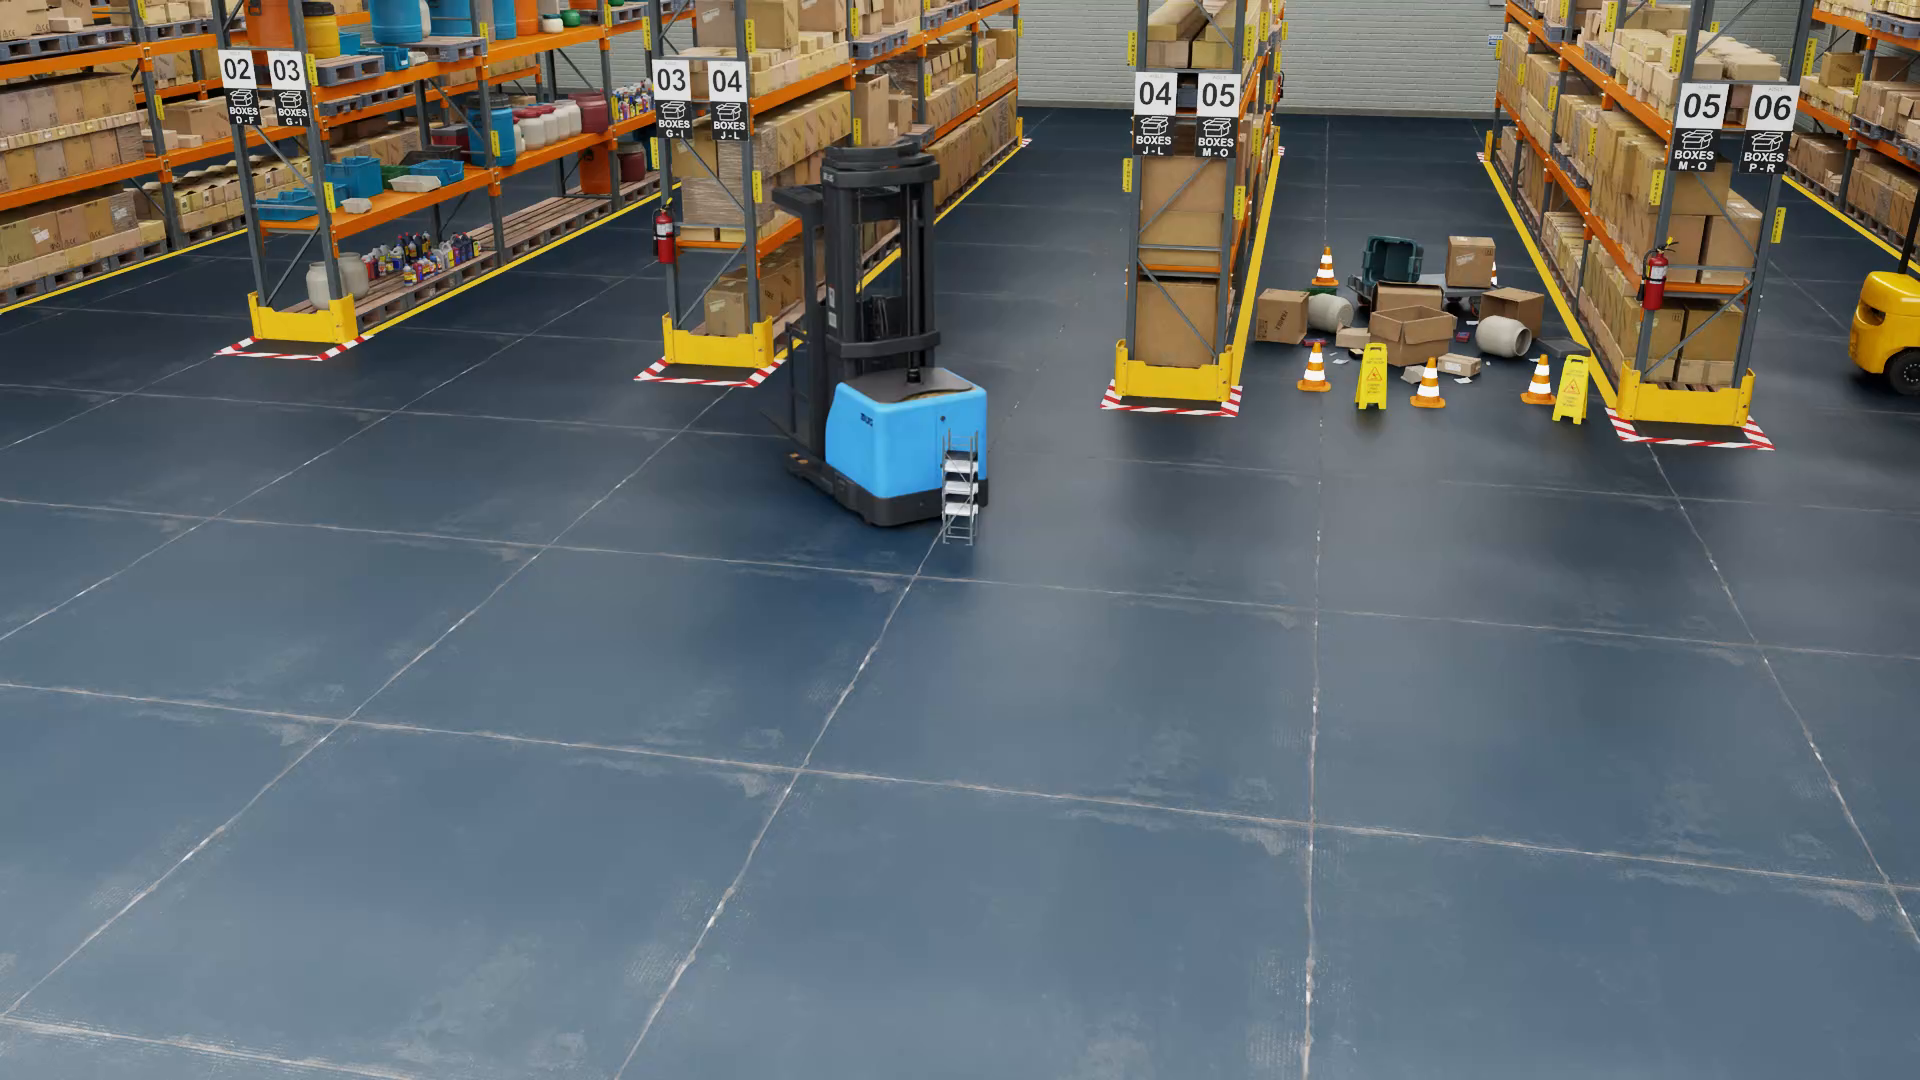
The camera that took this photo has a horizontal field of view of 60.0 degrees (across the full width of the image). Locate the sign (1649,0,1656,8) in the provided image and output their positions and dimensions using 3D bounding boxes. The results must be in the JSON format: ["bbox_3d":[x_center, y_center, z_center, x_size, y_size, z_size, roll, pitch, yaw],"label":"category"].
[{"bbox_3d":[9.218,-7.078,22.206,0.100,0.325,0.005,4,22,11],"label":"sign"}]

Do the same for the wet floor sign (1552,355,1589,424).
[{"bbox_3d":[5.969,-1.483,16.173,0.267,0.644,0.232,13,25,29],"label":"wet floor sign"}]

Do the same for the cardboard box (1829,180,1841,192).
[{"bbox_3d":[14.190,-5.673,26.679,0.380,0.149,0.250,4,22,9],"label":"cardboard box"}]

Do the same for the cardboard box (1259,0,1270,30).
[{"bbox_3d":[3.740,-6.851,21.505,0.500,0.500,0.500,4,22,11],"label":"cardboard box"}]

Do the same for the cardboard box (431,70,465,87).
[{"bbox_3d":[-9.524,-8.676,30.747,0.500,0.500,0.500,5,22,12],"label":"cardboard box"}]

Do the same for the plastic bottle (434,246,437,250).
[{"bbox_3d":[-6.739,-3.656,21.463,0.061,0.283,0.133,4,22,11],"label":"plastic bottle"}]

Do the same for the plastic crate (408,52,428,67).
[{"bbox_3d":[-6.611,-5.810,20.103,0.243,0.136,0.396,4,22,11],"label":"plastic crate"}]

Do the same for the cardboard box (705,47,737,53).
[{"bbox_3d":[-2.578,-5.320,18.200,0.380,0.149,0.250,5,22,12],"label":"cardboard box"}]

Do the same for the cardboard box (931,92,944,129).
[{"bbox_3d":[-0.546,-6.637,25.683,0.500,0.500,0.500,4,22,9],"label":"cardboard box"}]

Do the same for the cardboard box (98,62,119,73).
[{"bbox_3d":[-14.994,-8.101,28.895,0.500,0.500,0.500,4,22,11],"label":"cardboard box"}]

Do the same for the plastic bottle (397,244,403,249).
[{"bbox_3d":[-7.282,-3.708,21.610,0.097,0.271,0.097,0,22,0],"label":"plastic bottle"}]

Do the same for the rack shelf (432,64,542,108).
[{"bbox_3d":[-9.487,-8.862,32.305,1.077,0.370,4.000,4,22,11],"label":"rack shelf"}]

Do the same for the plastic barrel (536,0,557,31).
[{"bbox_3d":[-6.243,-7.962,24.422,0.600,0.901,0.600,0,22,0],"label":"plastic barrel"}]

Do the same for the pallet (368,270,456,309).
[{"bbox_3d":[-7.104,-3.176,20.956,1.003,0.211,1.213,4,22,11],"label":"pallet"}]

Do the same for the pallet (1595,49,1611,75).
[{"bbox_3d":[8.101,-5.548,19.350,1.213,0.211,1.003,4,22,11],"label":"pallet"}]

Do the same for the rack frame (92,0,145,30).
[{"bbox_3d":[-11.527,-8.321,21.969,1.000,3.000,0.127,4,22,11],"label":"rack frame"}]

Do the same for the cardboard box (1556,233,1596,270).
[{"bbox_3d":[8.259,-3.712,21.510,0.950,0.372,0.625,5,23,13],"label":"cardboard box"}]

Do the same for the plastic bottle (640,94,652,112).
[{"bbox_3d":[-5.175,-7.205,27.395,0.152,0.276,0.135,4,22,11],"label":"plastic bottle"}]

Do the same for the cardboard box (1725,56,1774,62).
[{"bbox_3d":[7.474,-4.503,15.772,0.380,0.149,0.250,4,22,11],"label":"cardboard box"}]

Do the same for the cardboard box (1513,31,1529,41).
[{"bbox_3d":[9.619,-8.553,28.235,0.380,0.149,0.250,4,22,10],"label":"cardboard box"}]

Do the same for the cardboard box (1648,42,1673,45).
[{"bbox_3d":[7.251,-5.006,17.021,0.380,0.149,0.250,5,22,12],"label":"cardboard box"}]

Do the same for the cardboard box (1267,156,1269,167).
[{"bbox_3d":[5.024,-6.411,28.112,0.380,0.149,0.250,5,23,13],"label":"cardboard box"}]

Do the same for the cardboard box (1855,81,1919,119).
[{"bbox_3d":[14.046,-6.656,25.170,0.700,0.500,0.500,5,22,12],"label":"cardboard box"}]

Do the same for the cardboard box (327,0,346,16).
[{"bbox_3d":[-10.551,-8.787,27.008,0.910,0.500,0.500,4,22,11],"label":"cardboard box"}]

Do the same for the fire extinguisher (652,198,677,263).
[{"bbox_3d":[-3.121,-3.276,17.576,0.296,0.674,0.183,4,22,11],"label":"fire extinguisher"}]

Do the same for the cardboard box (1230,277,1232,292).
[{"bbox_3d":[2.808,-3.351,19.941,0.875,0.875,0.875,5,22,12],"label":"cardboard box"}]

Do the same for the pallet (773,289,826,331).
[{"bbox_3d":[-2.179,-2.792,20.004,1.003,0.211,1.213,4,22,11],"label":"pallet"}]

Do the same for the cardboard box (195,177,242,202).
[{"bbox_3d":[-10.988,-5.222,24.672,0.500,0.311,0.500,4,22,9],"label":"cardboard box"}]

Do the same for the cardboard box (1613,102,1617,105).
[{"bbox_3d":[8.772,-5.491,21.878,0.500,0.500,0.500,4,22,10],"label":"cardboard box"}]

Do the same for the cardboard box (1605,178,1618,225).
[{"bbox_3d":[7.314,-3.703,18.001,0.500,0.500,0.500,4,22,10],"label":"cardboard box"}]

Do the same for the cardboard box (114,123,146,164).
[{"bbox_3d":[-11.612,-5.422,22.667,0.700,0.500,0.500,4,22,10],"label":"cardboard box"}]

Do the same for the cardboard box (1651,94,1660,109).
[{"bbox_3d":[7.082,-4.360,16.486,0.380,0.149,0.250,4,22,10],"label":"cardboard box"}]

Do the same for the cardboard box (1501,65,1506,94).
[{"bbox_3d":[9.865,-8.120,29.367,0.500,0.500,0.500,4,22,10],"label":"cardboard box"}]

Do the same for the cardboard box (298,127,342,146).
[{"bbox_3d":[-10.743,-6.774,27.912,0.500,0.250,0.500,5,23,13],"label":"cardboard box"}]

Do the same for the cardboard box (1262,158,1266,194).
[{"bbox_3d":[4.628,-5.850,26.648,0.500,0.500,0.500,4,22,10],"label":"cardboard box"}]

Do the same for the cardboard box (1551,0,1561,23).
[{"bbox_3d":[8.703,-7.498,23.245,0.700,0.500,0.500,3,22,8],"label":"cardboard box"}]

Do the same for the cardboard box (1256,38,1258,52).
[{"bbox_3d":[3.192,-5.633,18.950,0.380,0.149,0.250,5,22,12],"label":"cardboard box"}]

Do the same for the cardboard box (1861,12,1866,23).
[{"bbox_3d":[14.201,-8.093,25.755,0.380,0.149,0.250,4,22,11],"label":"cardboard box"}]

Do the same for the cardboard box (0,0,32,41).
[{"bbox_3d":[-11.737,-6.359,20.230,0.500,0.500,0.500,4,22,11],"label":"cardboard box"}]

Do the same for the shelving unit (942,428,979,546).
[{"bbox_3d":[0.002,-0.420,13.193,0.258,0.900,0.210,4,22,11],"label":"shelving unit"}]

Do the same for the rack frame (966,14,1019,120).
[{"bbox_3d":[0.618,-9.170,32.108,1.000,3.000,0.127,4,22,11],"label":"rack frame"}]

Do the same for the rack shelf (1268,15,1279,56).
[{"bbox_3d":[4.229,-7.619,25.203,1.077,0.370,4.000,4,22,11],"label":"rack shelf"}]

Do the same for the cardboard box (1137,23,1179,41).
[{"bbox_3d":[1.925,-4.939,16.159,0.380,0.149,0.250,5,22,11],"label":"cardboard box"}]

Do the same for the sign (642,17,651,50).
[{"bbox_3d":[-3.186,-5.170,16.976,0.100,0.325,0.005,4,22,11],"label":"sign"}]

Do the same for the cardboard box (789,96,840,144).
[{"bbox_3d":[-1.753,-5.061,20.035,0.500,0.500,0.500,4,22,11],"label":"cardboard box"}]

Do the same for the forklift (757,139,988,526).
[{"bbox_3d":[-0.917,-1.980,14.346,1.130,2.935,3.031,-12,25,-27],"label":"forklift"}]

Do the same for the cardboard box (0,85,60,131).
[{"bbox_3d":[-11.919,-5.473,21.057,0.700,0.500,0.500,4,22,11],"label":"cardboard box"}]

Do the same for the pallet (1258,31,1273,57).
[{"bbox_3d":[3.516,-6.484,21.677,1.003,0.211,1.213,6,23,13],"label":"pallet"}]

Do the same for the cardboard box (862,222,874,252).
[{"bbox_3d":[-1.568,-4.222,22.579,0.700,0.500,0.500,4,22,11],"label":"cardboard box"}]

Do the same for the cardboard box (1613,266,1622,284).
[{"bbox_3d":[7.082,-2.772,17.467,0.380,0.149,0.250,5,23,13],"label":"cardboard box"}]

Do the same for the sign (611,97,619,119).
[{"bbox_3d":[-5.323,-6.658,25.653,0.100,0.325,0.005,4,22,11],"label":"sign"}]

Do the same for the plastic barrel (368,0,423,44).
[{"bbox_3d":[-6.987,-6.622,20.533,0.600,0.901,0.708,4,22,11],"label":"plastic barrel"}]

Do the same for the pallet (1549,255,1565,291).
[{"bbox_3d":[8.275,-3.465,21.675,1.003,0.211,1.213,4,22,11],"label":"pallet"}]

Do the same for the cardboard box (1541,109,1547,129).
[{"bbox_3d":[8.638,-6.036,23.856,0.500,0.250,0.500,4,22,10],"label":"cardboard box"}]

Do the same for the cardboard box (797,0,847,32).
[{"bbox_3d":[-1.672,-6.405,20.026,0.500,0.500,0.500,4,22,9],"label":"cardboard box"}]

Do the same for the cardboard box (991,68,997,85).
[{"bbox_3d":[0.361,-8.299,29.747,0.500,0.250,0.500,5,22,12],"label":"cardboard box"}]

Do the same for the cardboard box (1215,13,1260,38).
[{"bbox_3d":[3.156,-5.868,19.000,0.500,0.250,0.500,4,22,10],"label":"cardboard box"}]

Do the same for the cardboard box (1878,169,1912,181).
[{"bbox_3d":[13.878,-5.408,24.683,0.380,0.149,0.250,4,22,11],"label":"cardboard box"}]

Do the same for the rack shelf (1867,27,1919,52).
[{"bbox_3d":[13.956,-6.901,23.422,1.077,0.370,4.000,4,22,11],"label":"rack shelf"}]
